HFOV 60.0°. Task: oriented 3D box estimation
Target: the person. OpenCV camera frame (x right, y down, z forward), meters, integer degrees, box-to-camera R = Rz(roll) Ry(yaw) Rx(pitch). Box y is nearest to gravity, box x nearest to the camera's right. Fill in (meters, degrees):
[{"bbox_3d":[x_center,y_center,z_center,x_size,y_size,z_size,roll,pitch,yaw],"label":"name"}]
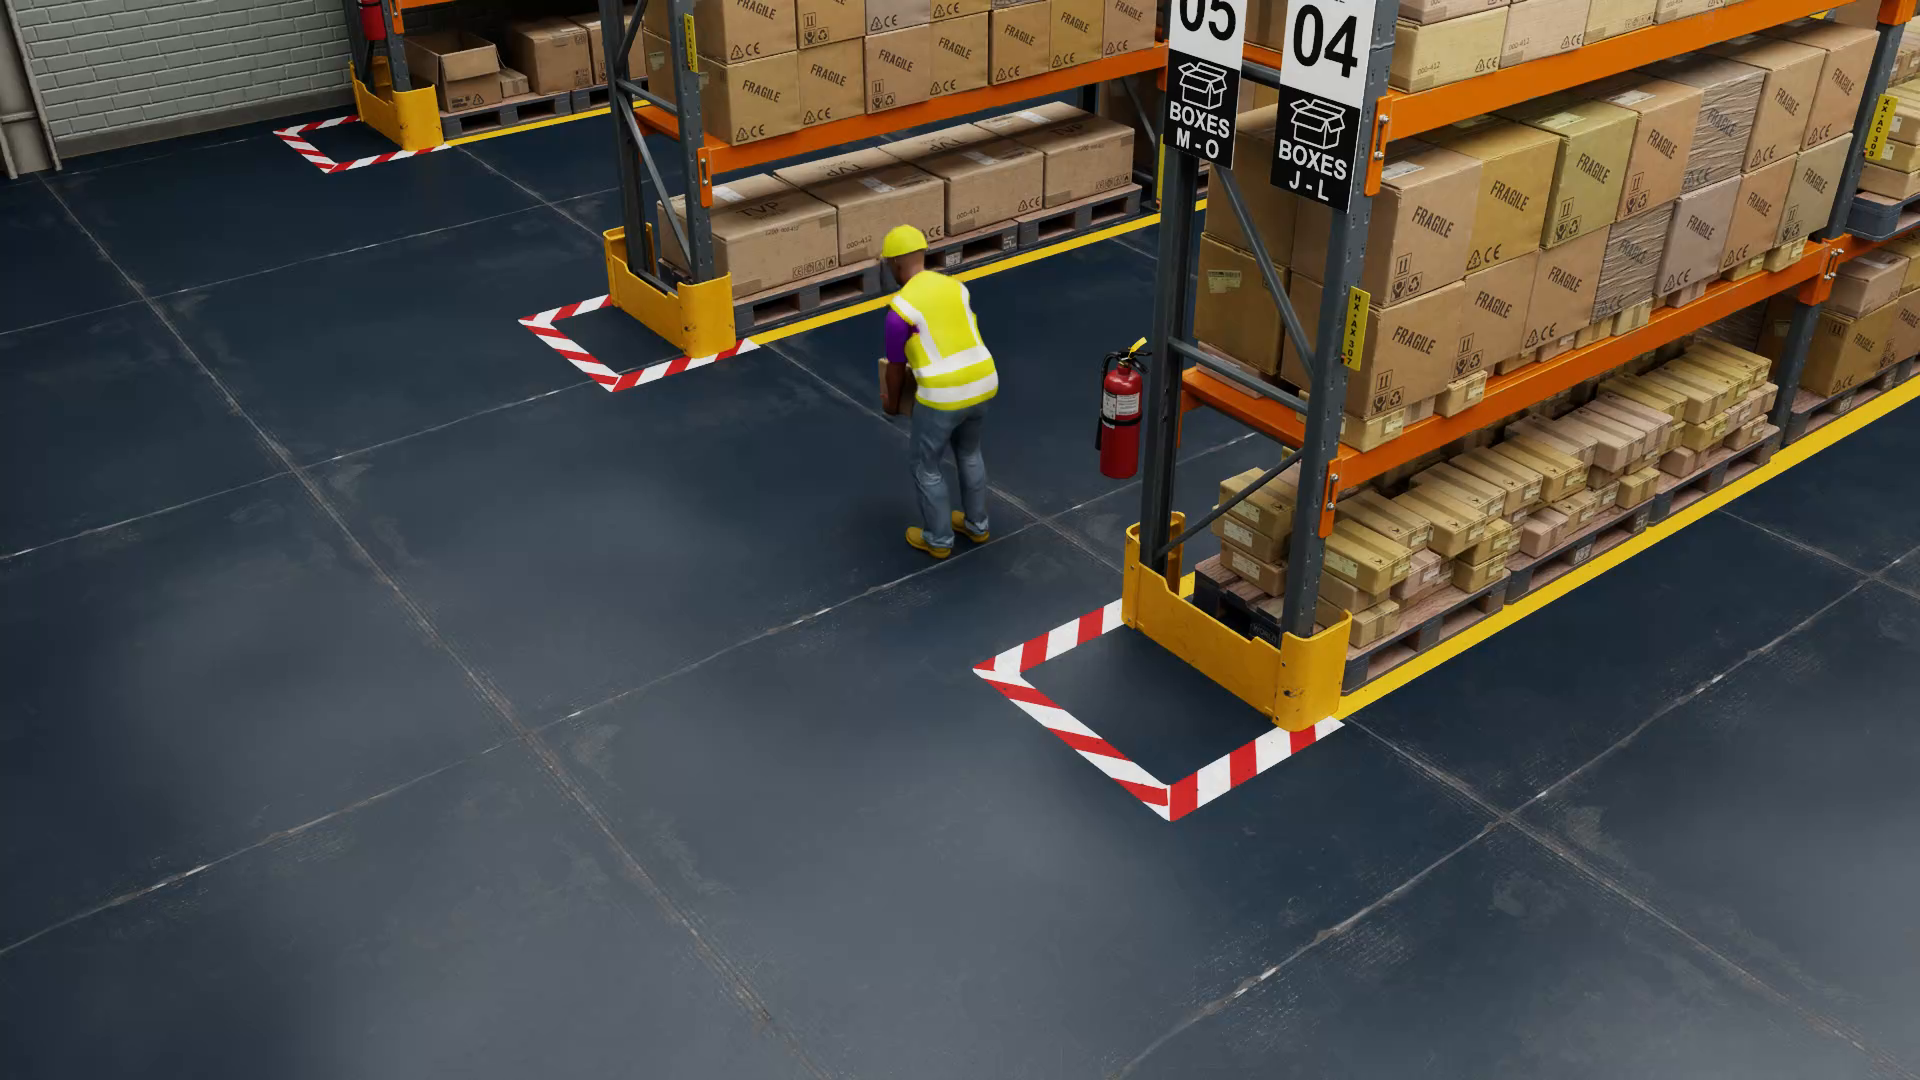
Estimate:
[{"bbox_3d":[-0.146,-0.752,8.420,0.483,1.656,0.695,-23,39,-32],"label":"person"}]
